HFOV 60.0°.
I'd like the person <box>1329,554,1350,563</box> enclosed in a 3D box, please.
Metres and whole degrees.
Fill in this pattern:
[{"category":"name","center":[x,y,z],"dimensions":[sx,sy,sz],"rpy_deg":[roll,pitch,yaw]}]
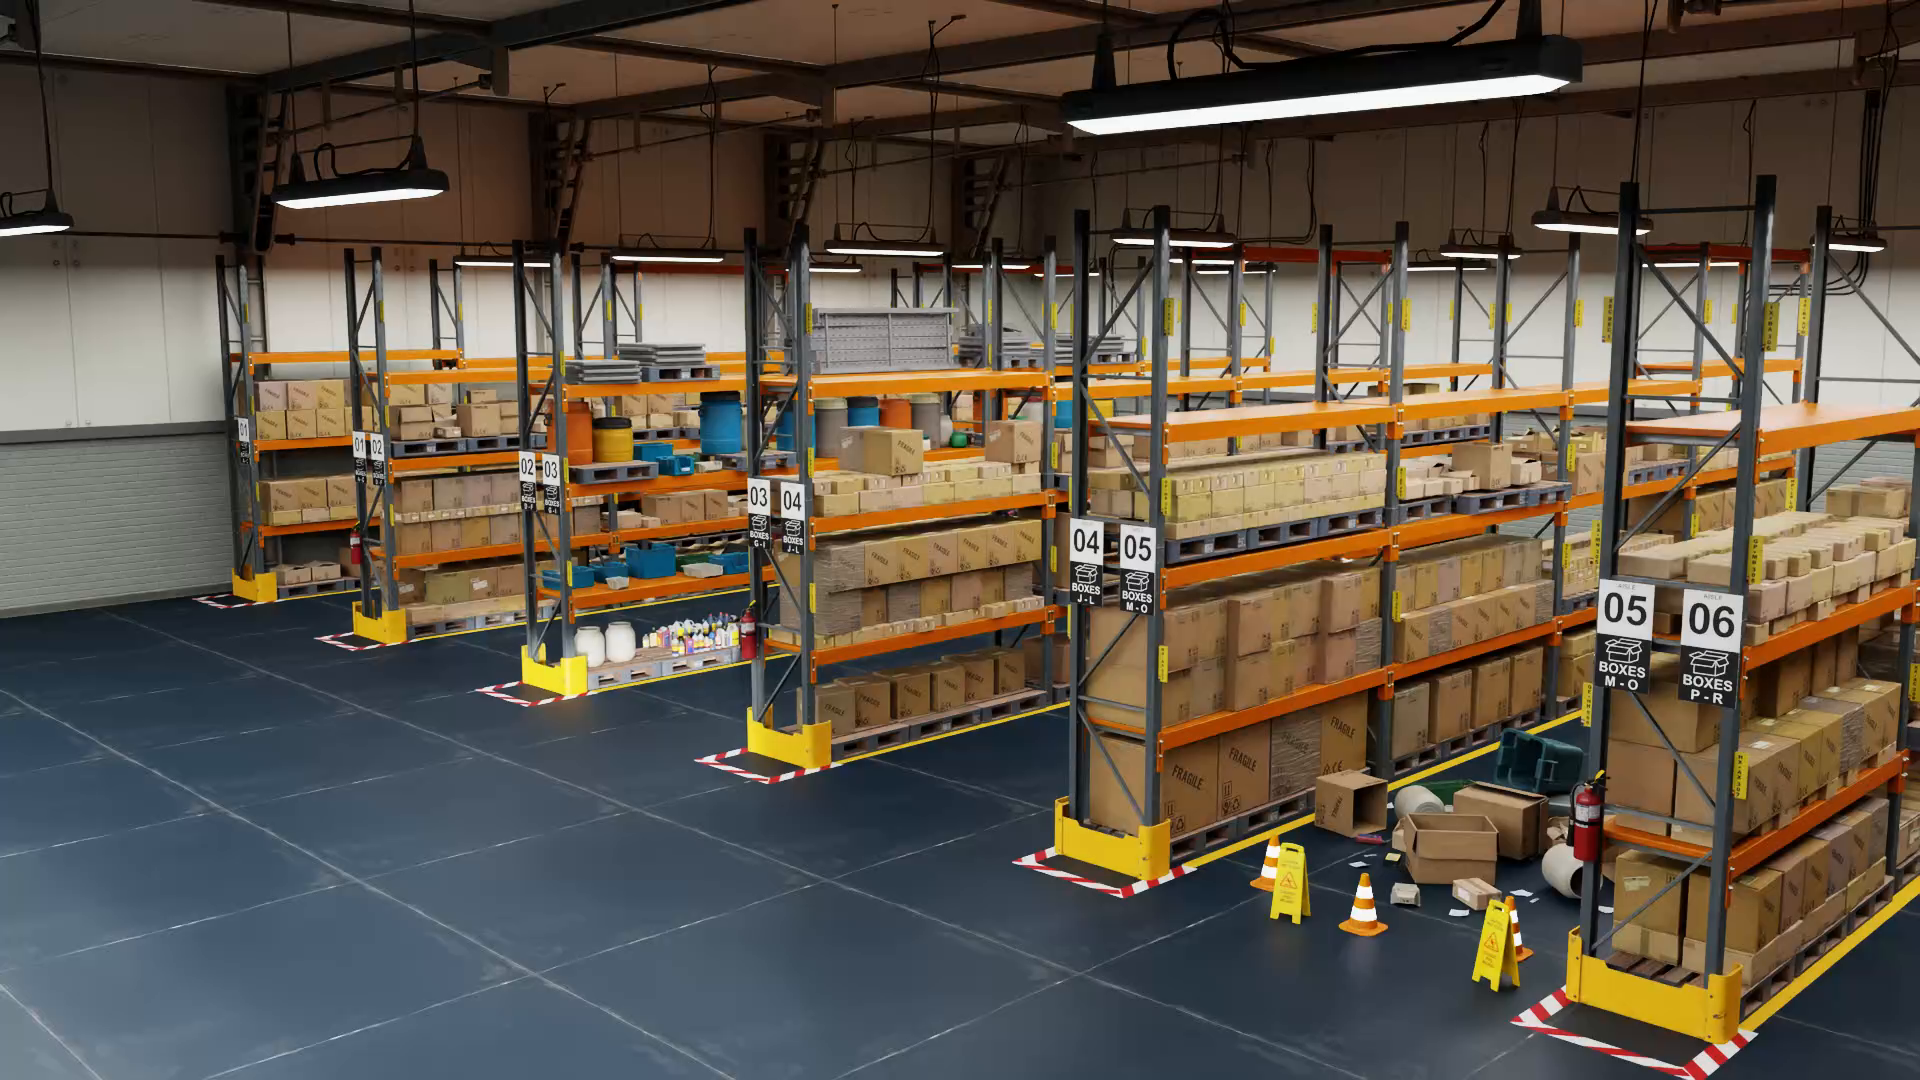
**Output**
[{"category":"person","center":[5.580,0.901,24.337],"dimensions":[0.880,1.803,0.491],"rpy_deg":[-8,11,-44]}]
